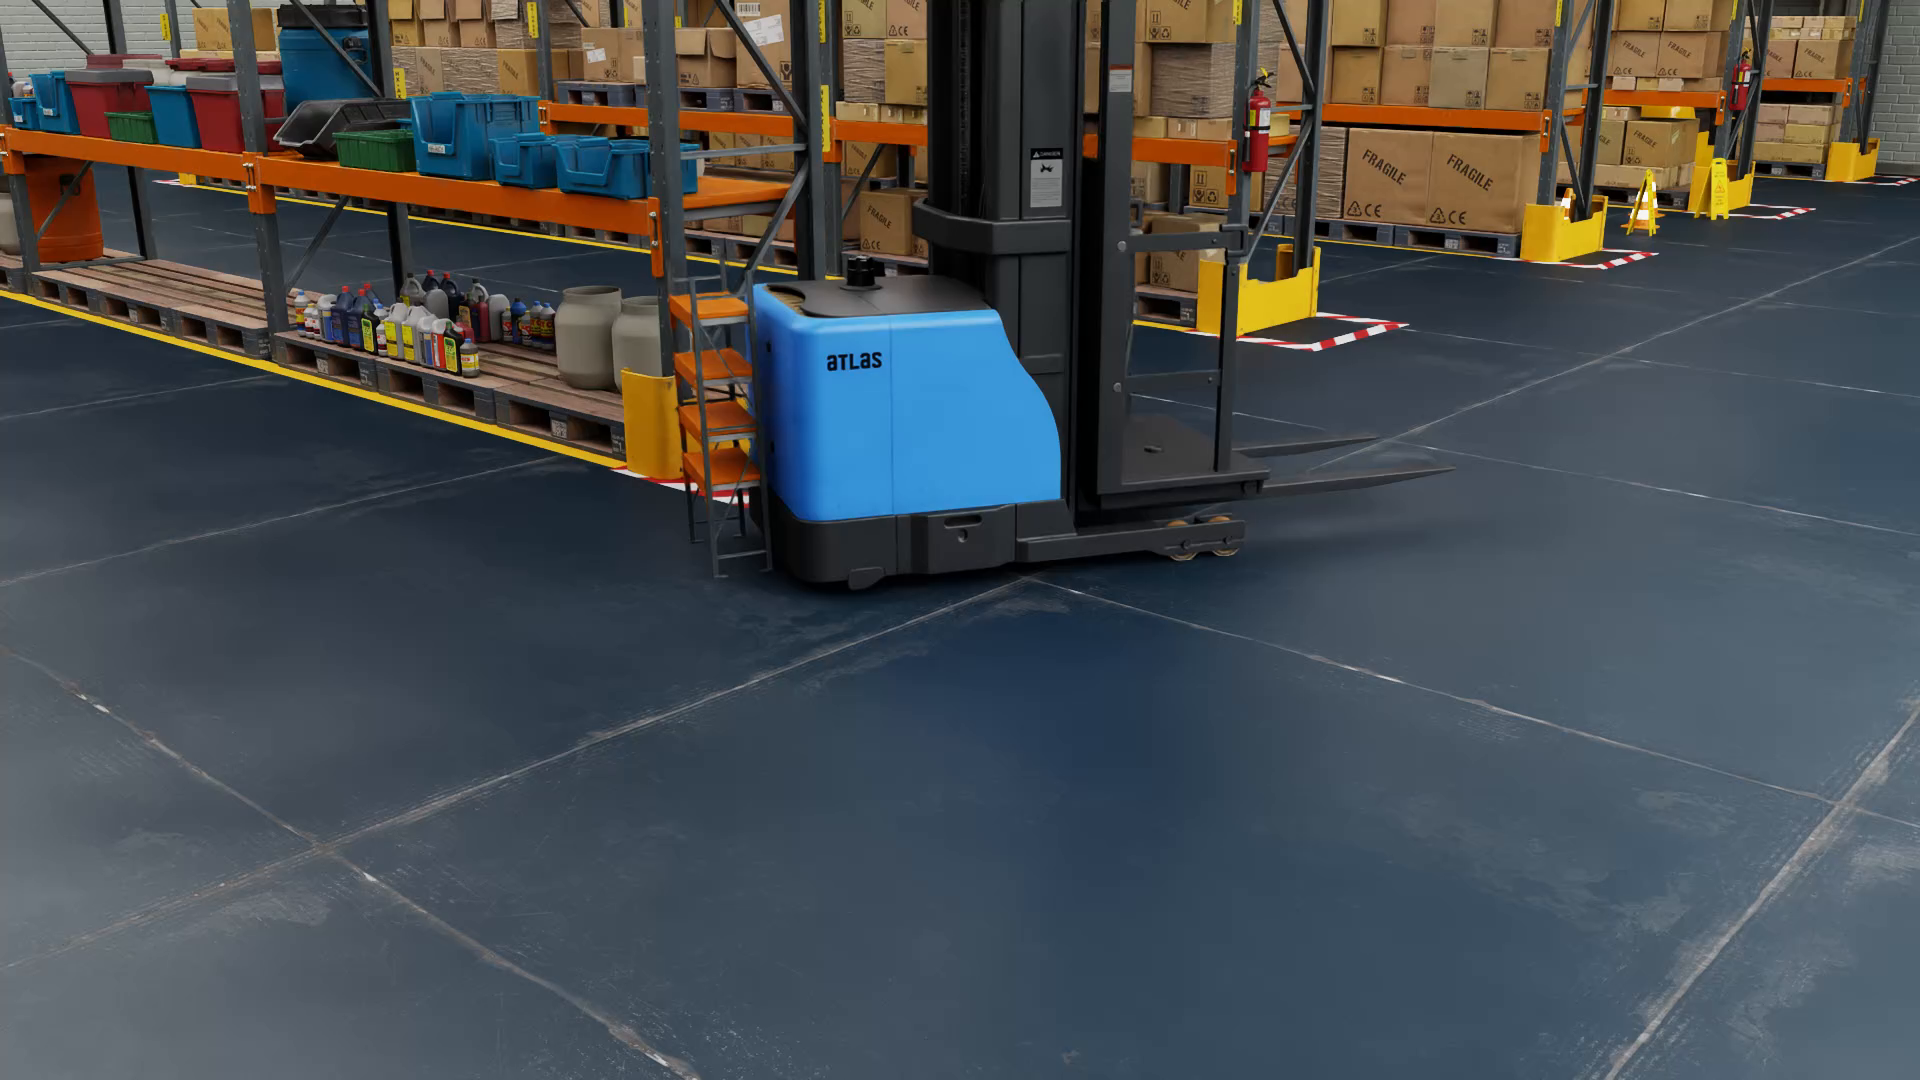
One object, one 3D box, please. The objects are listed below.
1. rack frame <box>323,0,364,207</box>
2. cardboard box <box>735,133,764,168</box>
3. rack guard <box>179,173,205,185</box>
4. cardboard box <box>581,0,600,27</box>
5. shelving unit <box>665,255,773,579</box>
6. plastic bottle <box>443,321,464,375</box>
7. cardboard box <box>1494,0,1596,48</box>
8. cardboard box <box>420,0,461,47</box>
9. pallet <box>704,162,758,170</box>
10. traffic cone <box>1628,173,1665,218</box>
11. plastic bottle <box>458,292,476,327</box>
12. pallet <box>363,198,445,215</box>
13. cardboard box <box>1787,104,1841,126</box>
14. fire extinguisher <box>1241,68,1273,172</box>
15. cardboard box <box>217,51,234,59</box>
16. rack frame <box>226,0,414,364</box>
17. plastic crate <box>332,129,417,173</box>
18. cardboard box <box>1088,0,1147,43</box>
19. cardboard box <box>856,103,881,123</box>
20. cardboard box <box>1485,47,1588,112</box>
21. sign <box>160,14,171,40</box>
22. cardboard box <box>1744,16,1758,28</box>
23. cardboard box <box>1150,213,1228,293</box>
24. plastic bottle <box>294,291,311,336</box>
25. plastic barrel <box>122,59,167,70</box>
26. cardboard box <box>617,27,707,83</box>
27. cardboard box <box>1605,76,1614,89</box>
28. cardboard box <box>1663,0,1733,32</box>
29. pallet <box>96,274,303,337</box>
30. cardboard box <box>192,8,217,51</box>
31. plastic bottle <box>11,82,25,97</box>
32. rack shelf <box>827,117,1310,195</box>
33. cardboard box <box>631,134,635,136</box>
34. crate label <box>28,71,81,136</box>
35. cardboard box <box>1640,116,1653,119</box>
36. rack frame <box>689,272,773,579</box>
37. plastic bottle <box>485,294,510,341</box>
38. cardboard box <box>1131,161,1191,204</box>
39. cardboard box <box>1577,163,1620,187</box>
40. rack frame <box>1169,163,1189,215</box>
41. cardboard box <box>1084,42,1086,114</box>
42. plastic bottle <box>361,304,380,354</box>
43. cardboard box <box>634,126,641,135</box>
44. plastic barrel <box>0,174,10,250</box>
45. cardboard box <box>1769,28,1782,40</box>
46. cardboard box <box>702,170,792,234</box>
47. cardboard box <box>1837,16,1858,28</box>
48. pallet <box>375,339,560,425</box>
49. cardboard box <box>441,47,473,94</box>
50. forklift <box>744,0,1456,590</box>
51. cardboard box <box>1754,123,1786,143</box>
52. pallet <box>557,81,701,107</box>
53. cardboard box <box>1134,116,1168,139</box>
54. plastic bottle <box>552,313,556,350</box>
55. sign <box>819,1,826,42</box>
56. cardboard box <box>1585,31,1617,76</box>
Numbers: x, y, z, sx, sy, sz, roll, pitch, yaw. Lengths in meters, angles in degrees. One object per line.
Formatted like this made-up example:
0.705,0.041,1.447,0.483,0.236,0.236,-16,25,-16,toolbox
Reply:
-6.755,-5.403,19.178,0.127,3.000,1.000,15,23,39,rack frame
-2.614,-5.200,21.975,0.500,0.500,0.500,16,24,42,cardboard box
-9.765,-5.020,22.102,0.348,0.500,1.175,15,23,39,rack guard
-5.080,-7.513,23.517,0.500,0.500,0.500,14,22,38,cardboard box
-0.971,-0.503,6.700,0.258,1.200,0.503,-8,19,-18,shelving unit
-2.831,-1.077,9.310,0.133,0.283,0.061,16,23,41,plastic bottle
5.337,-4.765,15.135,0.550,0.550,0.875,15,23,39,cardboard box
-5.291,-5.541,17.789,0.637,0.503,0.797,16,24,41,cardboard box
-2.804,-5.020,22.581,1.213,0.211,1.003,15,23,39,pallet
7.621,-3.821,18.387,0.334,0.463,0.336,15,23,39,traffic cone
-3.050,-1.395,10.313,0.133,0.283,0.061,15,23,39,plastic bottle
-6.128,-3.936,19.166,1.213,0.211,1.003,15,23,39,pallet
11.539,-5.748,22.462,0.500,0.250,0.500,16,24,41,cardboard box
2.000,-2.830,11.197,0.183,0.674,0.296,15,23,39,fire extinguisher
-8.800,-5.915,20.546,0.500,0.250,0.500,14,22,37,cardboard box
-4.059,-2.676,10.586,0.127,3.000,1.000,15,23,39,rack frame
-3.231,-2.239,9.558,0.662,0.188,0.450,15,23,39,plastic crate
1.267,-3.813,11.859,0.500,0.500,0.500,15,23,39,cardboard box
-0.632,-3.513,13.637,0.250,0.149,0.380,15,23,39,cardboard box
5.281,-4.231,15.238,0.550,0.550,0.875,15,23,39,cardboard box
-10.119,-6.532,21.174,0.005,0.325,0.100,15,23,39,sign
10.858,-7.065,22.687,0.250,0.149,0.380,16,23,41,cardboard box
1.765,-2.132,12.308,0.500,0.500,0.500,-13,22,-36,cardboard box
-4.112,-1.422,10.418,0.097,0.271,0.097,0,18,0,plastic bottle
-6.139,-3.375,12.601,0.421,0.512,0.421,0,18,0,plastic barrel
-2.849,-4.659,15.974,0.700,0.500,0.500,-14,22,-38,cardboard box
7.625,-5.353,19.435,0.250,0.149,0.380,15,23,40,cardboard box
8.271,-5.955,18.607,0.500,0.500,0.700,14,23,38,cardboard box
-5.589,-1.741,12.249,1.213,0.211,1.003,15,23,39,pallet
-9.193,-6.376,20.761,0.500,0.500,0.500,14,23,38,cardboard box
-8.197,-3.859,14.517,0.135,0.276,0.152,15,23,39,plastic bottle
0.725,-3.052,12.960,4.000,0.370,1.077,15,23,39,rack shelf
-4.582,-5.700,23.641,0.250,0.149,0.380,16,23,41,cardboard box
-6.487,-3.236,12.290,0.616,0.435,0.502,15,23,39,crate label
7.967,-4.816,19.940,0.500,0.500,0.500,14,22,37,cardboard box
-0.888,-0.434,6.481,0.240,1.200,0.015,-8,19,-18,rack frame
-2.882,-1.387,10.298,0.135,0.276,0.152,16,23,40,plastic bottle
2.073,-4.131,18.194,0.750,0.750,1.050,15,23,39,cardboard box
7.633,-4.333,19.656,0.500,0.250,0.500,15,23,39,cardboard box
2.597,-4.899,17.589,0.127,3.000,1.000,15,23,39,rack frame
1.028,-3.483,12.472,0.500,0.500,0.875,15,23,39,cardboard box
-3.494,-1.255,9.870,0.133,0.283,0.061,16,24,42,plastic bottle
-4.377,-5.803,23.473,0.250,0.149,0.380,16,24,41,cardboard box
-8.273,-2.851,14.430,0.708,0.588,0.600,15,23,39,plastic barrel
11.103,-6.886,22.612,0.250,0.149,0.380,15,23,39,cardboard box
-1.979,-3.156,15.501,0.500,0.500,0.700,13,22,35,cardboard box
11.981,-6.974,22.399,0.250,0.149,0.380,14,23,38,cardboard box
-2.668,-0.958,9.781,1.213,0.211,1.003,15,23,39,pallet
-5.056,-4.896,17.414,0.500,0.500,0.500,14,22,38,cardboard box
0.663,-1.453,6.844,3.031,2.935,1.130,-6,19,-18,forklift
11.151,-5.618,22.879,0.500,0.250,0.500,15,23,39,cardboard box
-3.159,-4.390,16.302,1.003,0.211,1.213,15,23,39,pallet
1.463,-2.973,11.937,0.250,0.149,0.380,15,23,39,cardboard box
-2.374,-1.272,9.925,0.133,0.283,0.061,16,23,40,plastic bottle
-1.137,-4.222,13.544,0.005,0.325,0.100,15,23,39,sign
7.466,-5.675,19.377,0.500,0.500,0.500,15,23,39,cardboard box
